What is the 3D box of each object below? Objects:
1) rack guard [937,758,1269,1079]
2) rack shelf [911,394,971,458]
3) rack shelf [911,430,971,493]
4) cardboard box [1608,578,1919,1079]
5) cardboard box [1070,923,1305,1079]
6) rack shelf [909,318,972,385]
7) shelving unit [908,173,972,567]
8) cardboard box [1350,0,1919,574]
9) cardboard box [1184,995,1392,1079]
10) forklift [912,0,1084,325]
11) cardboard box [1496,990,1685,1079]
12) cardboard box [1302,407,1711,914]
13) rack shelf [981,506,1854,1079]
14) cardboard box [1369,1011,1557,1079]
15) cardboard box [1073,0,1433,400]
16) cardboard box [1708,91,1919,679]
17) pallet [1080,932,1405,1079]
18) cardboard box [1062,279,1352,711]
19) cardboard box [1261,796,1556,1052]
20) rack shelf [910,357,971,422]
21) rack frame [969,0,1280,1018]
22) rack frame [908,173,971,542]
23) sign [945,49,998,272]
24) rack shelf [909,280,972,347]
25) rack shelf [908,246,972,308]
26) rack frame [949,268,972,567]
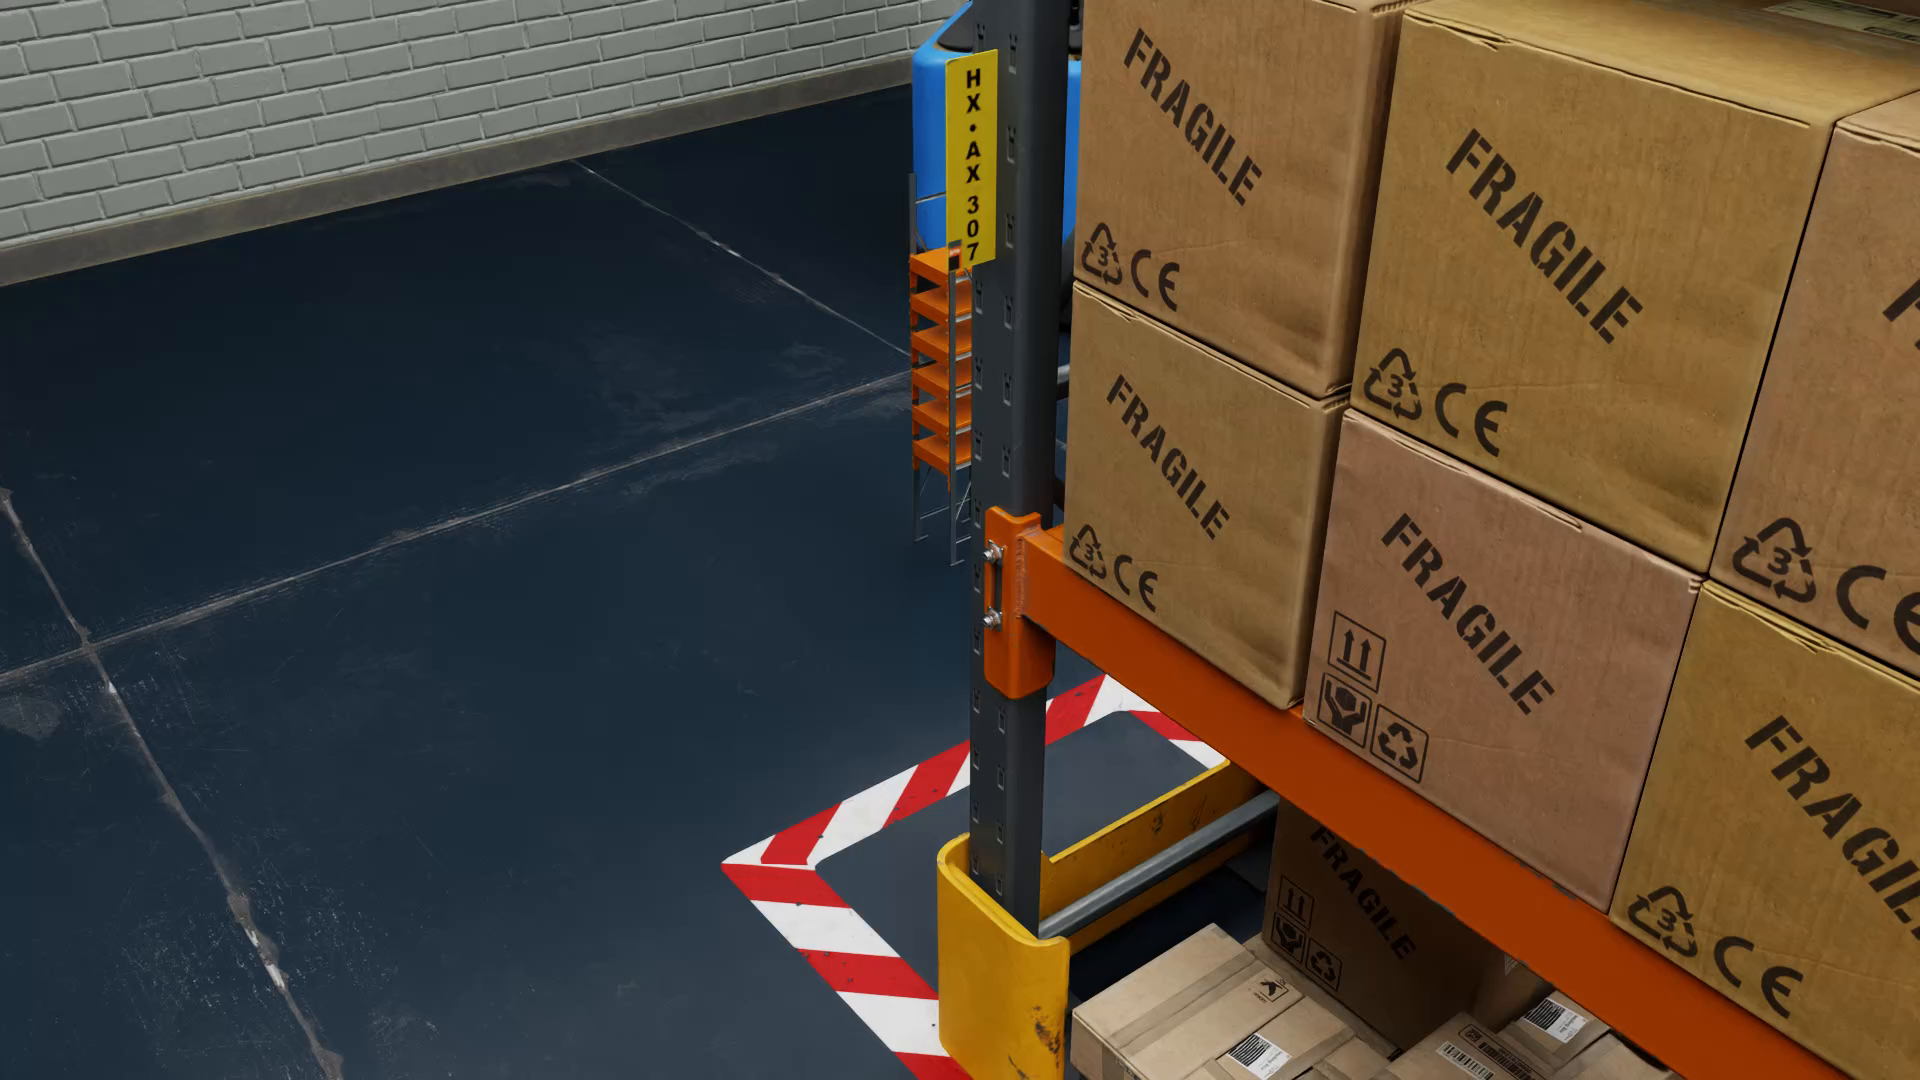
[{"bbox_3d":[0.495,0.720,3.617,1.175,0.500,0.348,-22,38,-31],"label":"rack guard"},{"bbox_3d":[0.009,-0.364,5.010,0.258,0.103,0.180,-22,38,-31],"label":"rack shelf"},{"bbox_3d":[0.009,-0.262,5.074,0.258,0.103,0.180,-22,38,-31],"label":"rack shelf"},{"bbox_3d":[1.138,0.278,1.865,0.500,0.500,0.500,-22,38,-32],"label":"cardboard box"},{"bbox_3d":[0.434,0.936,3.185,0.380,0.149,0.250,-22,38,-31],"label":"cardboard box"},{"bbox_3d":[0.009,-0.568,4.884,0.258,0.103,0.180,-22,38,-31],"label":"rack shelf"},{"bbox_3d":[0.009,-0.504,4.924,0.258,1.200,0.189,-22,38,-31],"label":"shelving unit"},{"bbox_3d":[0.839,-0.355,1.937,0.500,0.500,0.500,-22,38,-31],"label":"cardboard box"},{"bbox_3d":[0.587,1.033,3.012,0.380,0.166,0.250,-22,38,-31],"label":"cardboard box"},{"bbox_3d":[0.682,-2.811,6.998,1.130,2.935,3.031,8,33,13],"label":"forklift"},{"bbox_3d":[1.154,0.988,3.085,0.380,0.166,0.250,-22,38,-31],"label":"cardboard box"},{"bbox_3d":[0.833,0.067,2.204,0.500,0.500,0.500,-23,38,-32],"label":"cardboard box"},{"bbox_3d":[1.675,0.765,1.856,1.077,0.370,4.000,-22,38,-31],"label":"rack shelf"},{"bbox_3d":[0.865,1.134,2.770,0.500,0.250,0.500,-22,38,-31],"label":"cardboard box"},{"bbox_3d":[0.512,-0.571,2.283,0.500,0.500,0.500,-21,38,-30],"label":"cardboard box"},{"bbox_3d":[1.142,-0.145,1.598,0.500,0.500,0.500,-22,38,-31],"label":"cardboard box"},{"bbox_3d":[0.985,1.175,3.159,1.003,0.211,1.213,-22,38,-31],"label":"pallet"},{"bbox_3d":[0.512,-0.146,2.547,0.500,0.500,0.500,-21,38,-30],"label":"cardboard box"},{"bbox_3d":[0.977,0.648,3.316,0.500,0.500,0.500,-22,38,-31],"label":"cardboard box"},{"bbox_3d":[0.009,-0.466,4.947,0.258,0.103,0.180,-22,38,-31],"label":"rack shelf"},{"bbox_3d":[0.449,-0.374,3.009,1.000,3.000,0.127,-22,38,-31],"label":"rack frame"},{"bbox_3d":[-0.047,-0.542,4.985,0.240,1.200,0.006,-22,38,-31],"label":"rack frame"},{"bbox_3d":[0.020,-0.566,2.497,0.100,0.325,0.005,-22,38,-31],"label":"sign"},{"bbox_3d":[0.009,-0.670,4.821,0.258,0.103,0.180,-22,38,-31],"label":"rack shelf"},{"bbox_3d":[0.009,-0.772,4.757,0.258,0.103,0.180,-22,38,-31],"label":"rack shelf"},{"bbox_3d":[0.065,-0.466,4.862,0.240,1.200,0.006,-22,38,-31],"label":"rack frame"}]
